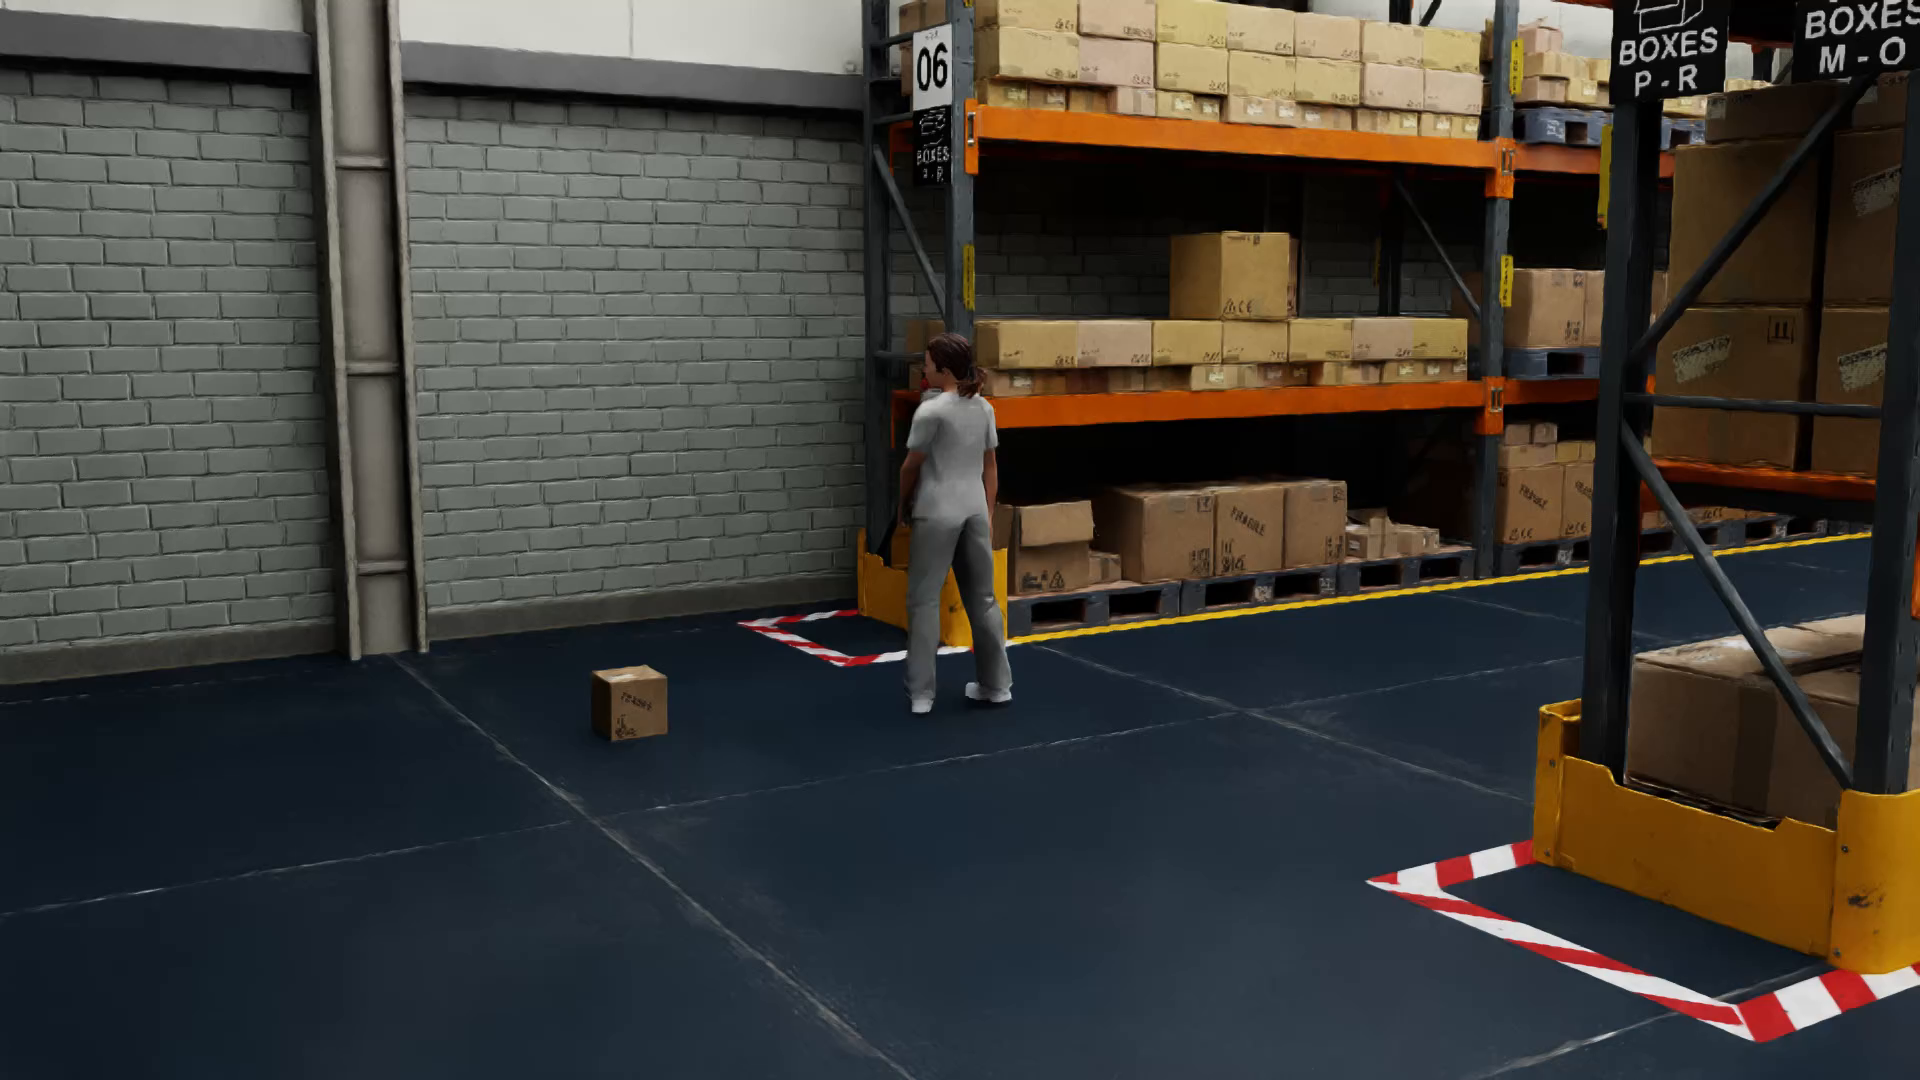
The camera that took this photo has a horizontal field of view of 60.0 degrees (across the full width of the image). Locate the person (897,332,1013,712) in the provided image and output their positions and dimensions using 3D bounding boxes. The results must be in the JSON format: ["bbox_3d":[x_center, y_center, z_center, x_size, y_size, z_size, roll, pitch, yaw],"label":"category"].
[{"bbox_3d":[-0.042,-0.075,7.338,0.549,1.670,0.451,-7,11,-41],"label":"person"}]
